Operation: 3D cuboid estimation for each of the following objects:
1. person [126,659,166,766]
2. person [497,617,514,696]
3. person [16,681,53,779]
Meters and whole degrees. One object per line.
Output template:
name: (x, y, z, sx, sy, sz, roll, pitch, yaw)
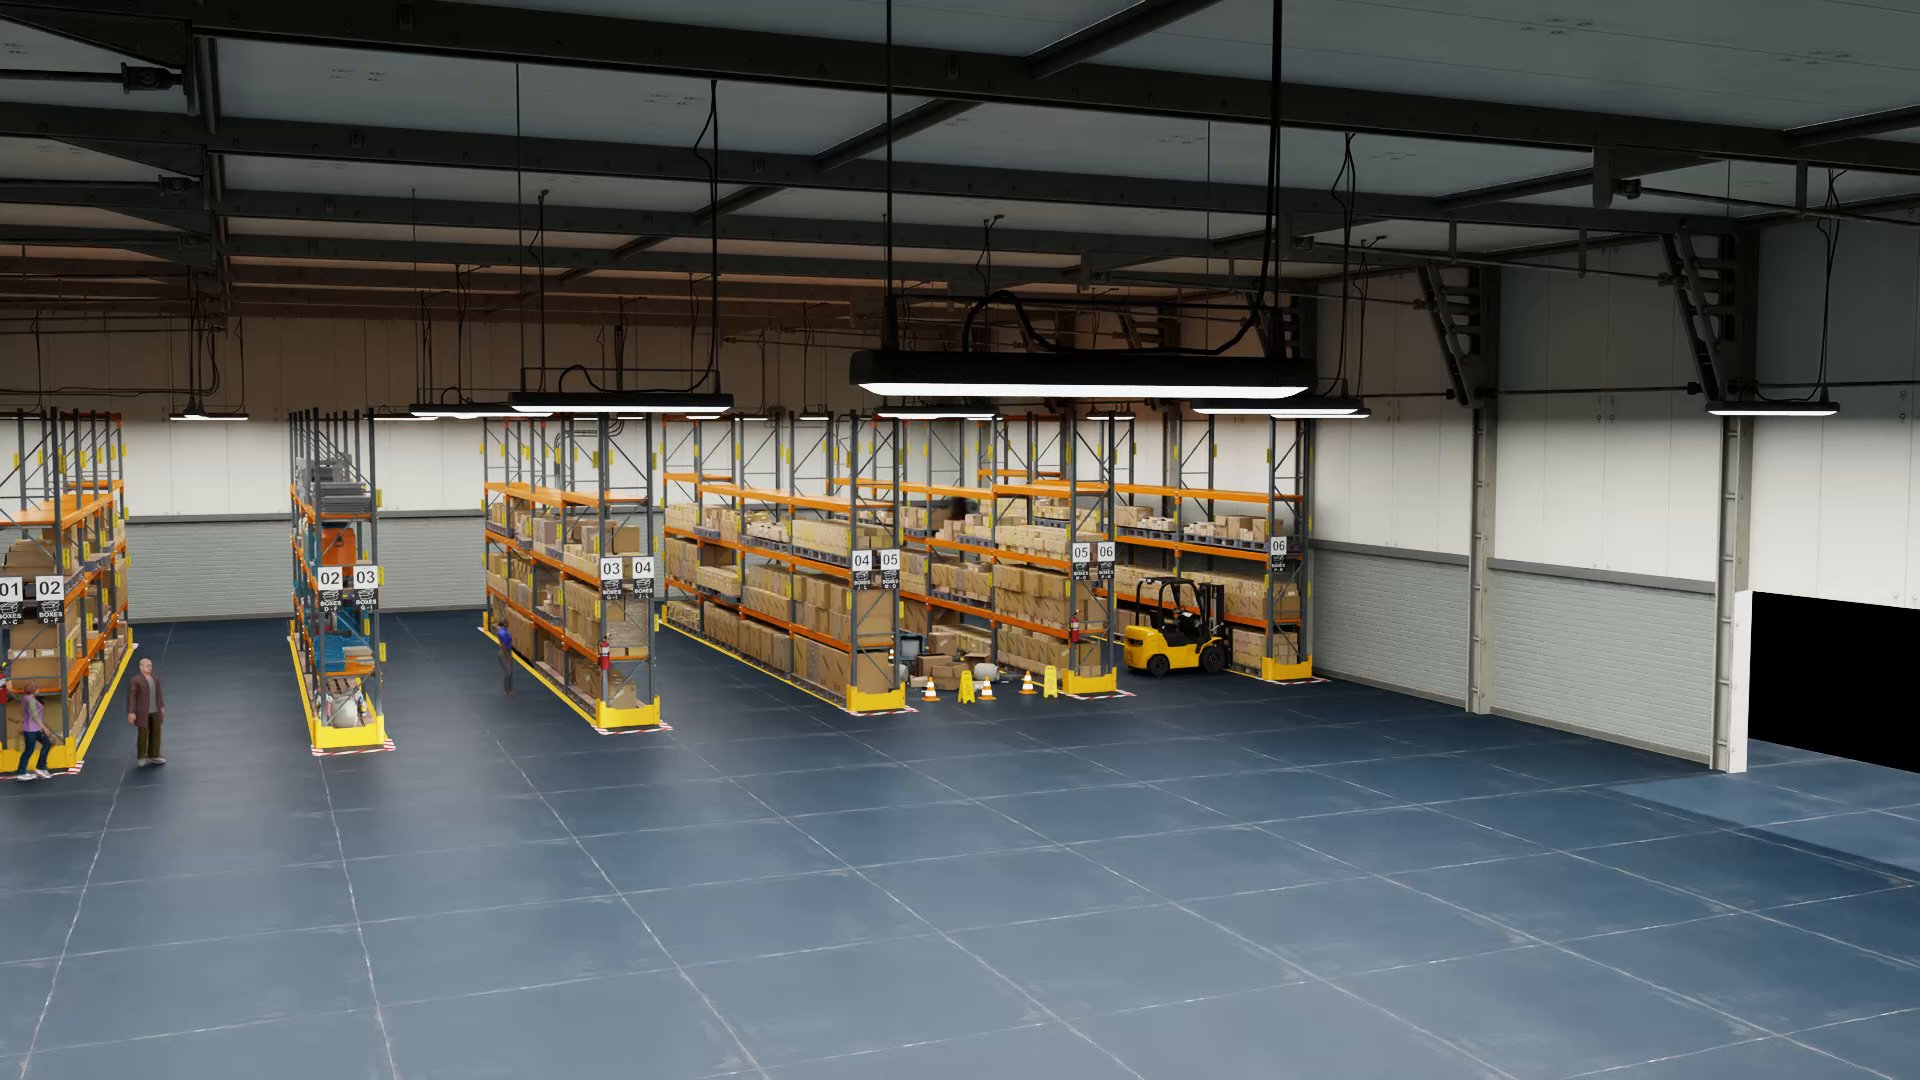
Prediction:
person: (-13.635, 2.881, 27.875, 0.425, 1.780, 0.694, 2, 5, 31)
person: (-9.554, 2.477, 35.175, 0.444, 1.718, 0.466, 1, 4, 7)
person: (-14.832, 3.062, 26.585, 0.523, 1.624, 0.420, -2, 4, -24)
